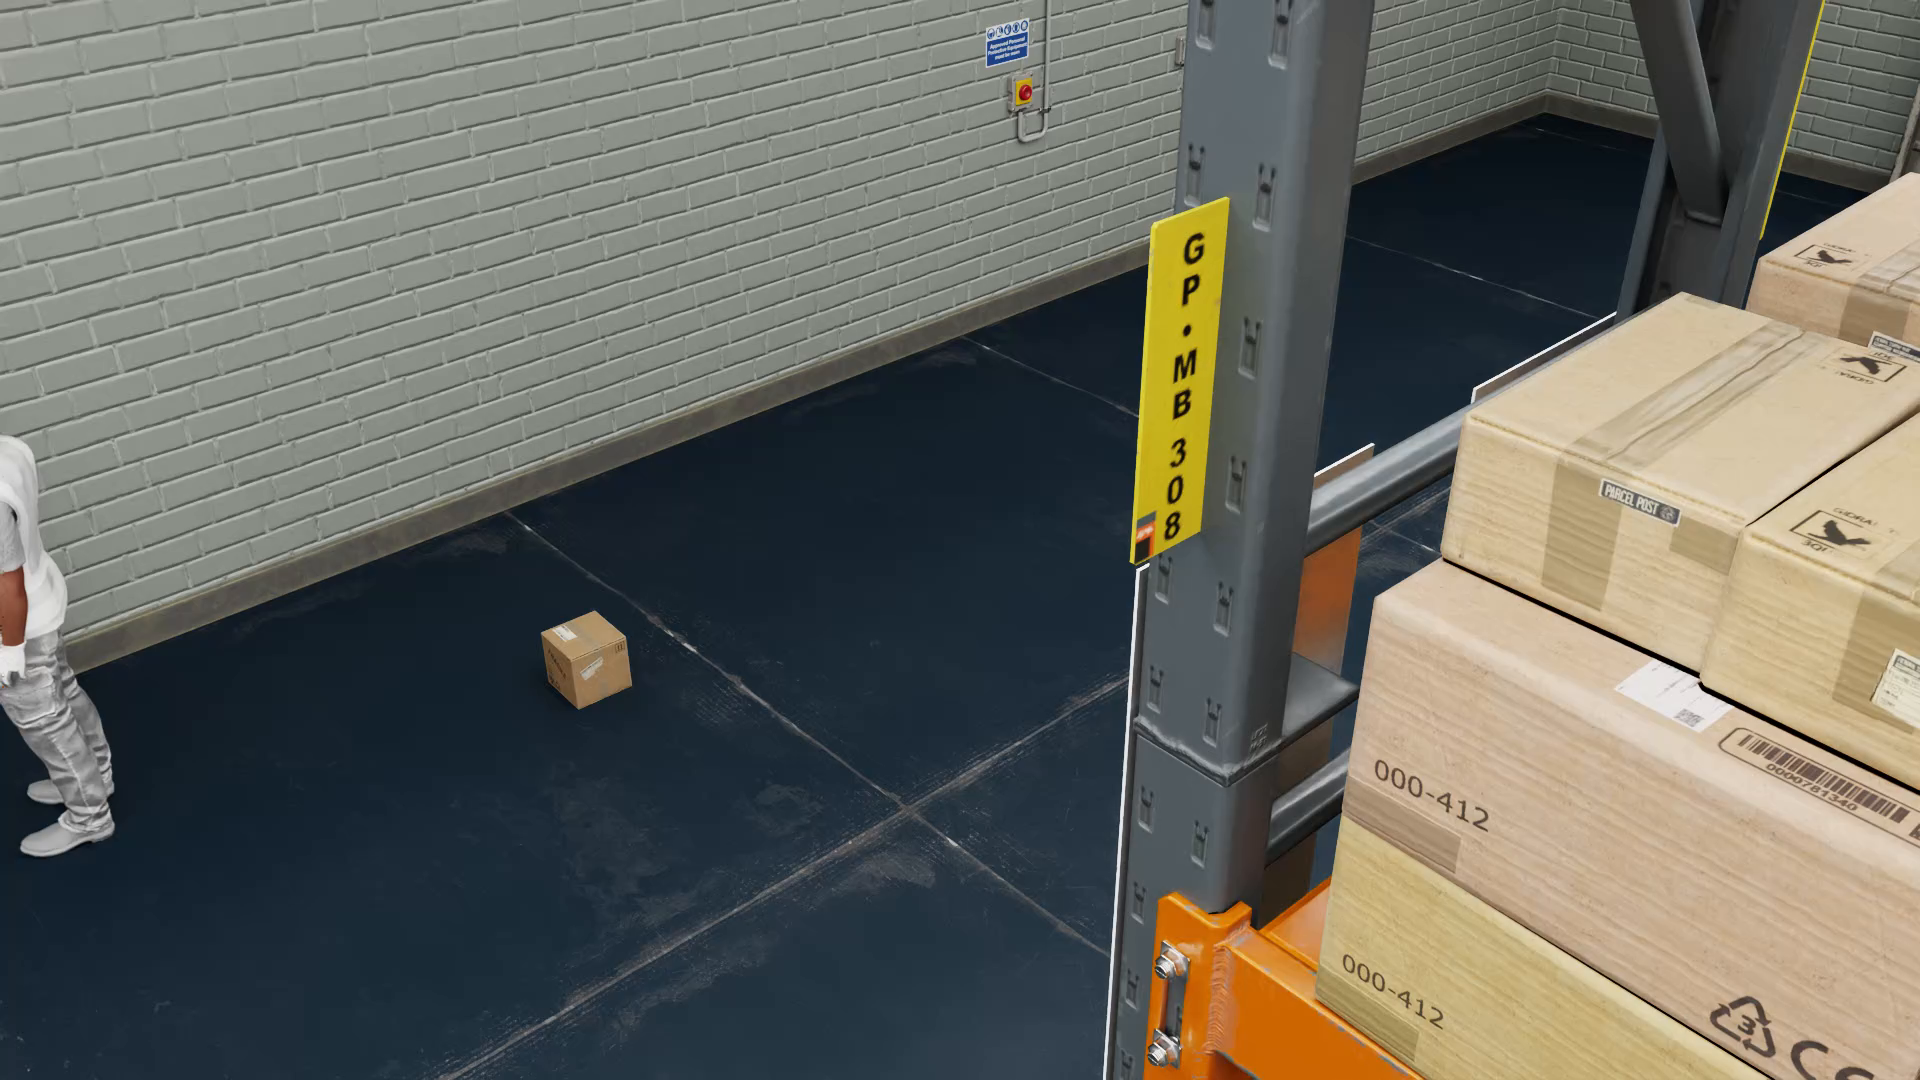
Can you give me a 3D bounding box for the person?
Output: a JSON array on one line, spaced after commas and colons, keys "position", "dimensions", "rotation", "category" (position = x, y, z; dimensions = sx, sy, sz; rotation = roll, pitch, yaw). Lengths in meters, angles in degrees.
[{"position": [-3.242, 0.266, 5.673], "dimensions": [0.386, 1.789, 0.552], "rotation": [-11, 33, -17], "category": "person"}]
